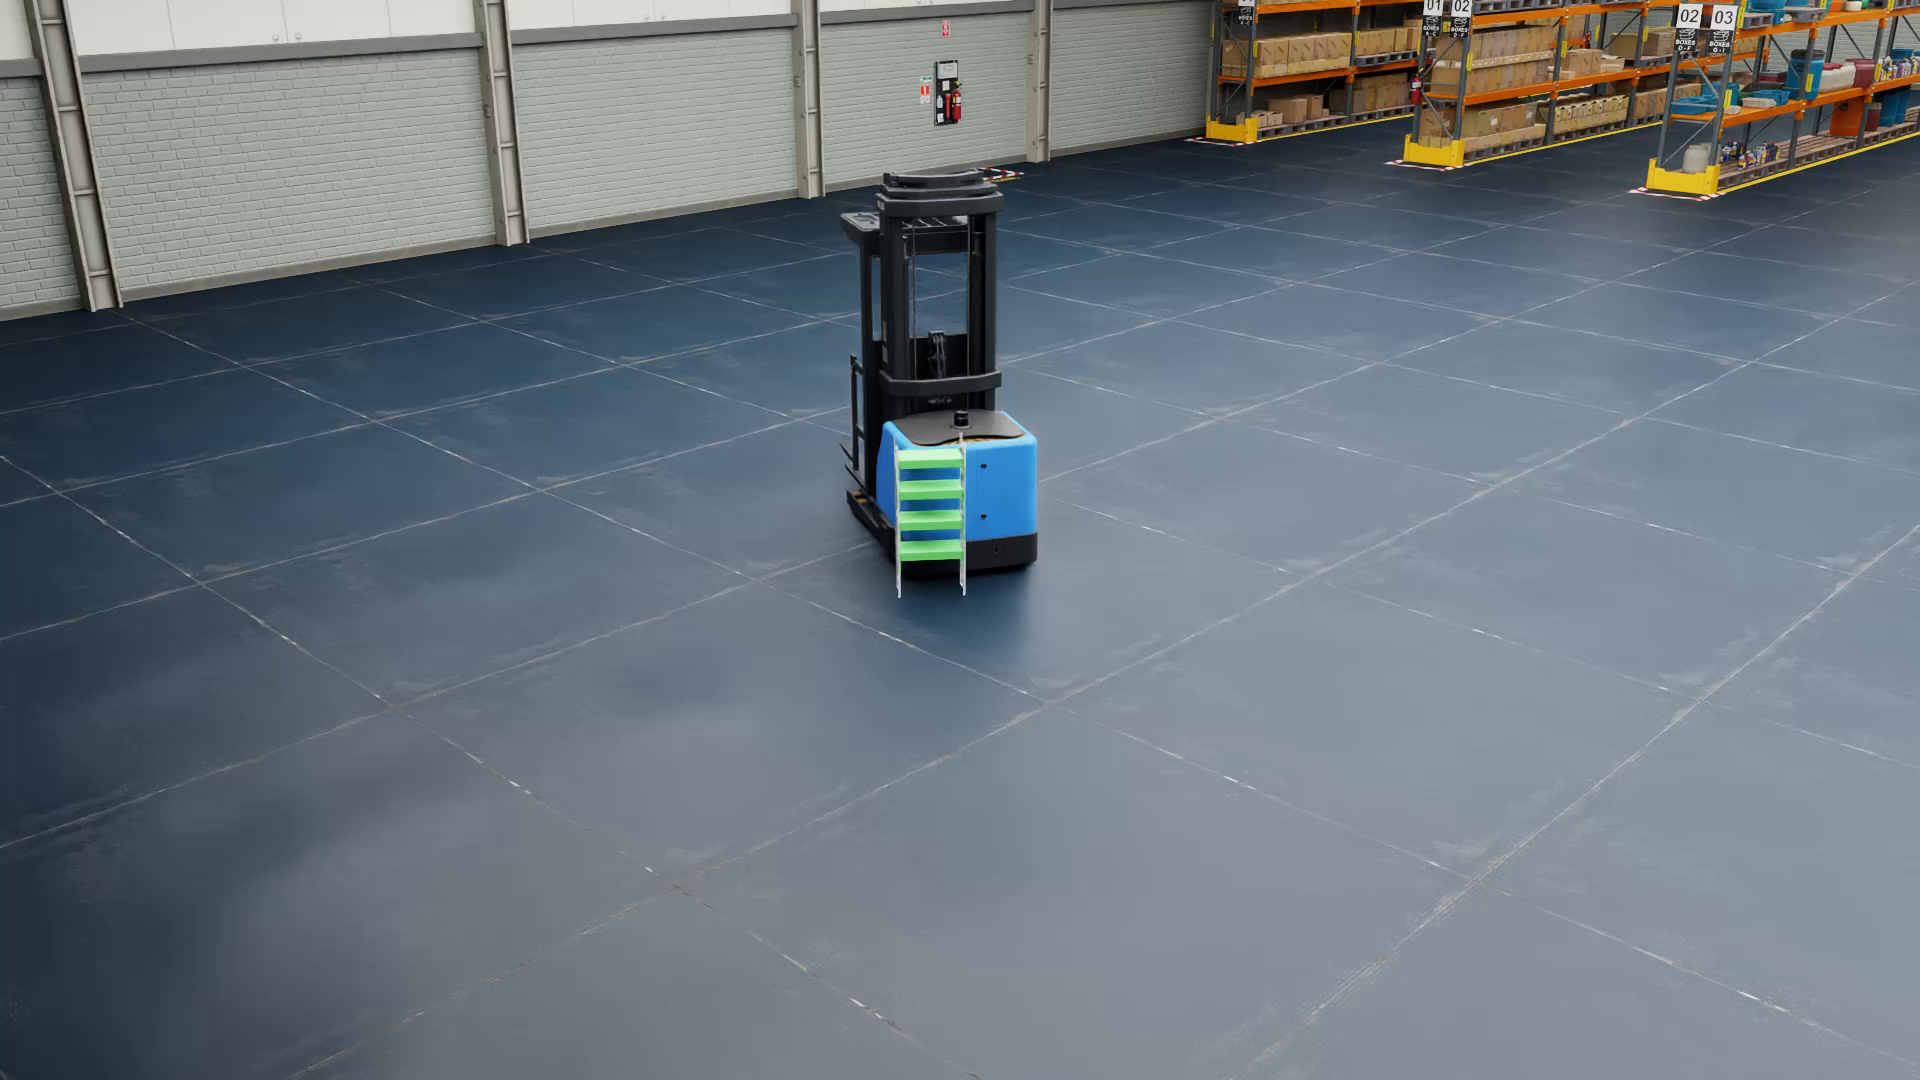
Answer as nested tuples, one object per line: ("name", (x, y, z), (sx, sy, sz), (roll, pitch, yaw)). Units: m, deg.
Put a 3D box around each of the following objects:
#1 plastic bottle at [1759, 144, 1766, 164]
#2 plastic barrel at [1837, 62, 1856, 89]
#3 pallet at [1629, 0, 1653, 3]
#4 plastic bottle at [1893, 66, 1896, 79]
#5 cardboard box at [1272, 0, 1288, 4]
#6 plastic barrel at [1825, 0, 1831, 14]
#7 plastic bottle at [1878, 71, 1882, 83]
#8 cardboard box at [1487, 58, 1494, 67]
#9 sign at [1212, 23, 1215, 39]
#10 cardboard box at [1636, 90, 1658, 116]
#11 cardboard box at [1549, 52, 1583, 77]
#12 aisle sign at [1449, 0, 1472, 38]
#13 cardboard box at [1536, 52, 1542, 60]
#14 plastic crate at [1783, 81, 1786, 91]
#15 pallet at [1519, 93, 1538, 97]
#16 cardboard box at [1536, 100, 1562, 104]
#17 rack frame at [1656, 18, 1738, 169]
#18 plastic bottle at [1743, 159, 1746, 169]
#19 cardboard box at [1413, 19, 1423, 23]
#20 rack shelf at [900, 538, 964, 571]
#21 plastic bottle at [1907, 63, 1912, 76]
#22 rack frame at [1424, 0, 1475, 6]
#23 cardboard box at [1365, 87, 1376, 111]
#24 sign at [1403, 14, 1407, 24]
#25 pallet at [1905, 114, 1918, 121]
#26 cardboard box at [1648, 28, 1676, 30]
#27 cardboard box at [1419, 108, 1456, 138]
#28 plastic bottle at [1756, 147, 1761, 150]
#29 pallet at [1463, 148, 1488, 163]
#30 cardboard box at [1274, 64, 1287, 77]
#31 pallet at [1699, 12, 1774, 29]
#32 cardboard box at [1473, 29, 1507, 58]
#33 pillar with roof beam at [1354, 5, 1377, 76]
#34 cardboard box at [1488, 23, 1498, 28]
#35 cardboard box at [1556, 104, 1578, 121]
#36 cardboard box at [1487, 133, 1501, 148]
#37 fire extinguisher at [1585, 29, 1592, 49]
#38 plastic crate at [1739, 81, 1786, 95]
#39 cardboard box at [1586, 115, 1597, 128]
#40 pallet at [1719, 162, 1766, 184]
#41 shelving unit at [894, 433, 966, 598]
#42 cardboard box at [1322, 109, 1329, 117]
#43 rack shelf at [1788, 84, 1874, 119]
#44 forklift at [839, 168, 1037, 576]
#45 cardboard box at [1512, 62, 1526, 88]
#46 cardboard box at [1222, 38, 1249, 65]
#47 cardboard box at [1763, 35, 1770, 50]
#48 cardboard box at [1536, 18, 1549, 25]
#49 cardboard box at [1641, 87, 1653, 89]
("plastic bottle", (15.165, -7.304, 31.477), (0.144, 0.351, 0.185), (19, 28, 40))
("plastic barrel", (17.992, -9.468, 33.871), (0.421, 0.512, 0.421), (0, 21, 0))
("pallet", (14.601, -12.090, 36.930), (1.003, 0.211, 1.213), (-19, 28, -40))
("plastic bottle", (19.997, -10.024, 35.652), (0.097, 0.271, 0.097), (0, 21, 0))
("cardboard box", (6.691, -11.765, 35.656), (0.500, 0.500, 0.500), (-18, 27, -39))
("plastic barrel", (16.878, -10.861, 32.771), (0.600, 0.901, 0.708), (19, 28, 41))
("plastic bottle", (19.353, -9.783, 35.008), (0.061, 0.283, 0.133), (19, 28, 41))
("cardboard box", (10.393, -9.511, 33.095), (0.380, 0.149, 0.250), (19, 28, 40))
("sign", (5.494, -10.989, 35.929), (0.100, 0.325, 0.005), (19, 28, 41))
("cardboard box", (15.894, -10.194, 38.788), (0.500, 0.500, 0.500), (18, 27, 39))
("cardboard box", (13.135, -10.322, 36.108), (0.500, 0.500, 0.500), (-18, 27, -38))
("aisle sign", (9.603, -10.038, 31.886), (0.394, 0.787, 0.004), (19, 28, 41))
("cardboard box", (11.829, -10.041, 34.474), (0.380, 0.149, 0.250), (18, 28, 39))
("plastic crate", (16.313, -9.059, 32.986), (0.392, 0.384, 0.575), (19, 28, 41))
("pallet", (14.836, -12.116, 44.802), (1.003, 0.211, 1.213), (19, 28, 41))
("cardboard box", (13.006, -9.559, 36.730), (0.500, 0.311, 0.500), (19, 28, 40))
("rack frame", (12.976, -7.677, 29.368), (1.000, 3.000, 0.127), (19, 28, 41))
("plastic bottle", (14.537, -6.991, 30.870), (0.097, 0.201, 0.097), (0, 21, 0))
("cardboard box", (11.240, -12.672, 40.706), (0.380, 0.149, 0.250), (15, 26, 34))
("rack shelf", (-0.223, 0.107, 12.472), (0.480, 0.148, 0.258), (-2, 21, -6))
("plastic bottle", (20.697, -10.298, 36.360), (0.152, 0.276, 0.135), (19, 28, 41))
("rack frame", (9.430, -11.718, 31.519), (1.000, 3.000, 0.127), (19, 28, 41))
("cardboard box", (9.494, -10.562, 39.745), (0.700, 0.500, 0.500), (19, 28, 40))
("sign", (11.059, -12.892, 41.321), (0.100, 0.325, 0.005), (19, 28, 41))
("pallet", (21.833, -9.659, 38.411), (1.003, 0.211, 1.213), (19, 28, 41))
("cardboard box", (16.876, -11.987, 39.856), (0.500, 0.500, 0.700), (-15, 26, -34))
("cardboard box", (9.591, -8.393, 33.432), (0.500, 0.500, 0.500), (19, 28, 41))
("plastic bottle", (15.266, -7.383, 31.786), (0.152, 0.276, 0.135), (19, 28, 41))
("pallet", (9.933, -7.823, 33.635), (1.003, 0.211, 1.213), (19, 28, 41))
("cardboard box", (6.798, -10.279, 36.318), (0.500, 0.250, 0.500), (18, 28, 39))
("pallet", (13.623, -9.177, 29.353), (1.003, 0.211, 1.213), (19, 28, 41))
("cardboard box", (10.516, -9.967, 33.377), (0.700, 0.500, 0.500), (19, 28, 41))
("pillar with roof beam", (13.017, -13.818, 36.983), (9.100, 9.000, 0.400), (19, 28, 41))
("cardboard box", (13.403, -12.994, 42.618), (0.500, 0.500, 0.500), (19, 28, 41))
("cardboard box", (13.040, -9.292, 36.034), (0.500, 0.311, 0.500), (19, 28, 40))
("cardboard box", (10.659, -8.171, 33.898), (0.500, 0.250, 0.500), (19, 28, 41))
("fire extinguisher", (17.476, -13.983, 46.401), (0.296, 0.674, 0.183), (19, 28, 41))
("plastic crate", (15.310, -8.574, 31.787), (0.767, 0.338, 0.504), (19, 28, 41))
("cardboard box", (13.752, -9.296, 36.826), (0.500, 0.250, 0.500), (-20, 28, -41))
("pallet", (14.417, -6.927, 31.301), (1.003, 0.211, 1.213), (19, 28, 41))
("shelving unit", (-0.223, -0.177, 12.363), (0.503, 1.200, 0.258), (-2, 21, -6))
("cardboard box", (8.317, -9.923, 38.546), (0.380, 0.166, 0.250), (15, 26, 34))
("rack shelf", (17.162, -8.884, 33.510), (1.077, 0.370, 4.000), (19, 28, 41))
("forklift", (-0.330, -1.592, 13.630), (1.130, 2.935, 3.031), (-6, 22, -16))
("cardboard box", (11.199, -9.612, 34.262), (0.500, 0.500, 0.700), (-20, 28, -41))
("cardboard box", (6.055, -10.621, 36.161), (0.500, 0.500, 0.500), (19, 28, 40))
("cardboard box", (20.474, -12.894, 42.802), (0.500, 0.500, 0.500), (-19, 28, -40))
("cardboard box", (15.153, -13.703, 44.627), (0.980, 0.700, 0.700), (18, 28, 39))
("cardboard box", (16.218, -10.582, 39.795), (0.500, 0.500, 0.500), (18, 27, 39))
